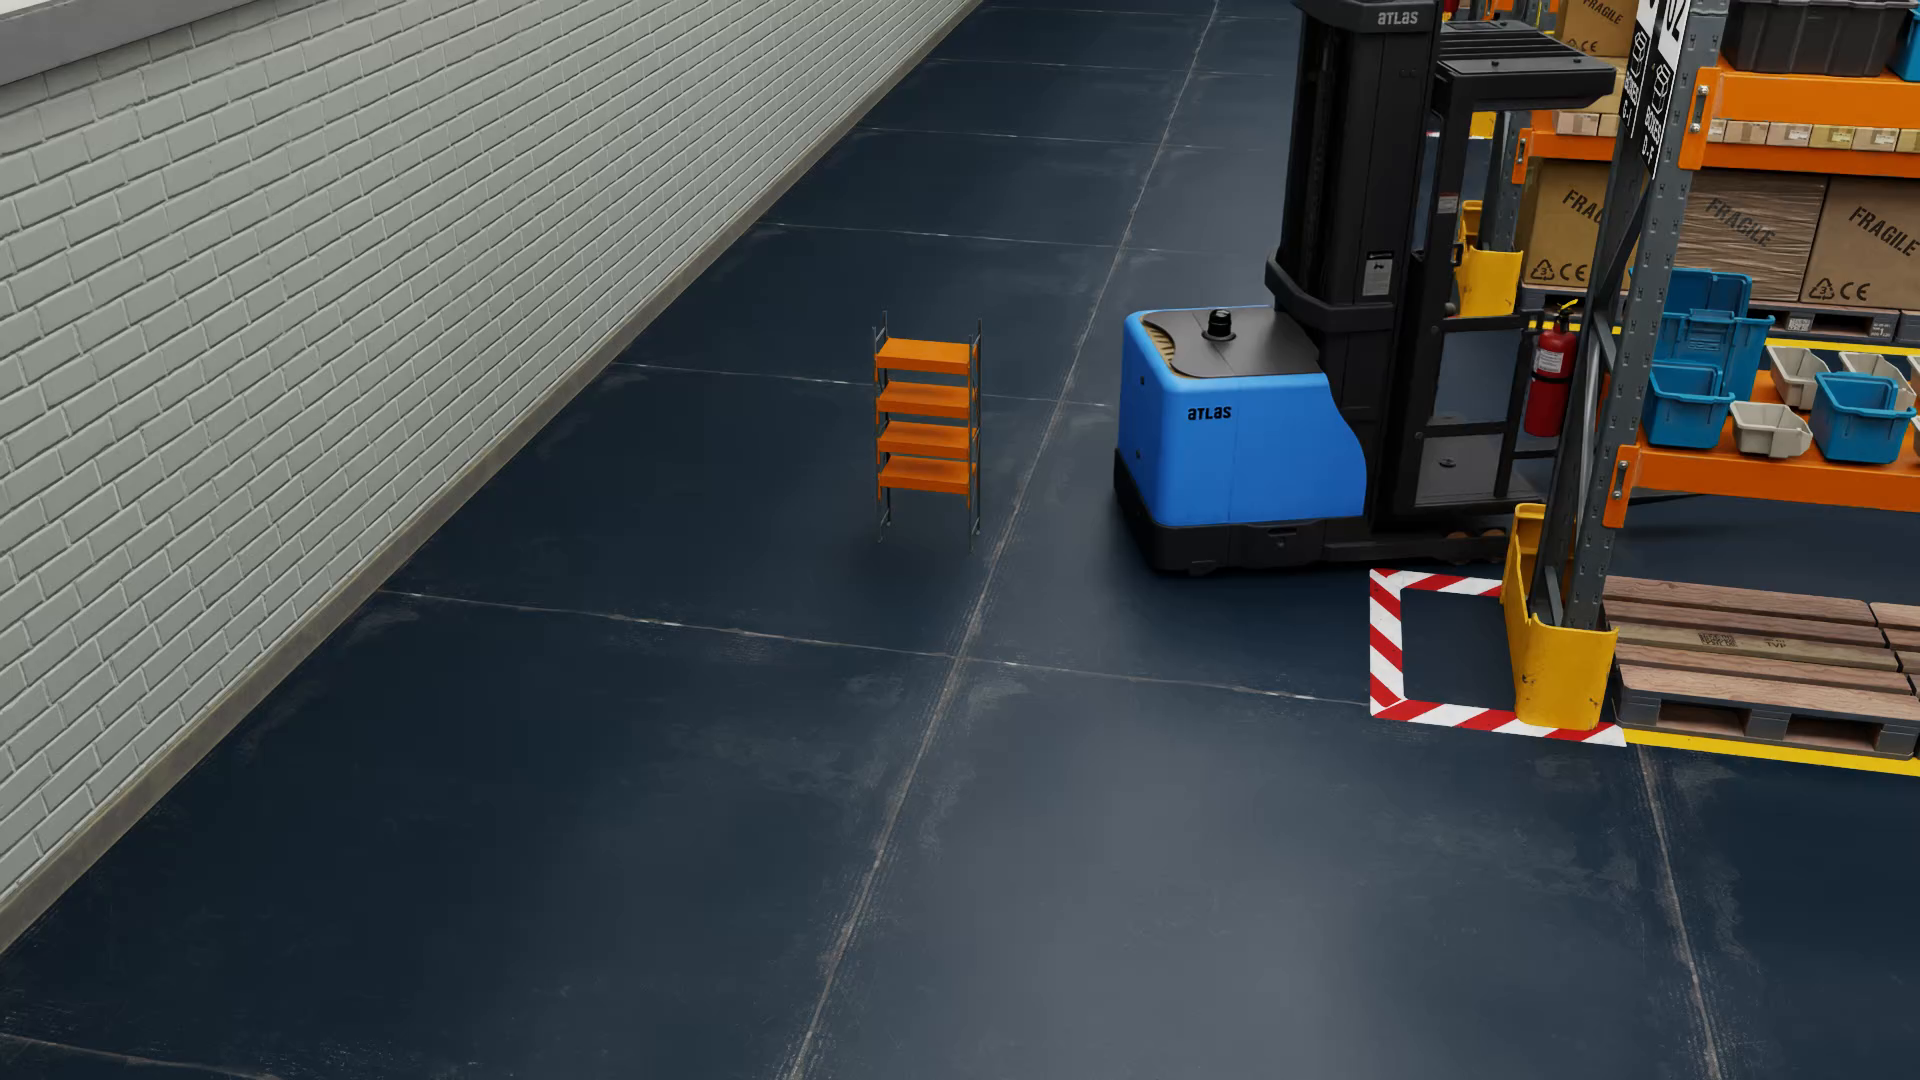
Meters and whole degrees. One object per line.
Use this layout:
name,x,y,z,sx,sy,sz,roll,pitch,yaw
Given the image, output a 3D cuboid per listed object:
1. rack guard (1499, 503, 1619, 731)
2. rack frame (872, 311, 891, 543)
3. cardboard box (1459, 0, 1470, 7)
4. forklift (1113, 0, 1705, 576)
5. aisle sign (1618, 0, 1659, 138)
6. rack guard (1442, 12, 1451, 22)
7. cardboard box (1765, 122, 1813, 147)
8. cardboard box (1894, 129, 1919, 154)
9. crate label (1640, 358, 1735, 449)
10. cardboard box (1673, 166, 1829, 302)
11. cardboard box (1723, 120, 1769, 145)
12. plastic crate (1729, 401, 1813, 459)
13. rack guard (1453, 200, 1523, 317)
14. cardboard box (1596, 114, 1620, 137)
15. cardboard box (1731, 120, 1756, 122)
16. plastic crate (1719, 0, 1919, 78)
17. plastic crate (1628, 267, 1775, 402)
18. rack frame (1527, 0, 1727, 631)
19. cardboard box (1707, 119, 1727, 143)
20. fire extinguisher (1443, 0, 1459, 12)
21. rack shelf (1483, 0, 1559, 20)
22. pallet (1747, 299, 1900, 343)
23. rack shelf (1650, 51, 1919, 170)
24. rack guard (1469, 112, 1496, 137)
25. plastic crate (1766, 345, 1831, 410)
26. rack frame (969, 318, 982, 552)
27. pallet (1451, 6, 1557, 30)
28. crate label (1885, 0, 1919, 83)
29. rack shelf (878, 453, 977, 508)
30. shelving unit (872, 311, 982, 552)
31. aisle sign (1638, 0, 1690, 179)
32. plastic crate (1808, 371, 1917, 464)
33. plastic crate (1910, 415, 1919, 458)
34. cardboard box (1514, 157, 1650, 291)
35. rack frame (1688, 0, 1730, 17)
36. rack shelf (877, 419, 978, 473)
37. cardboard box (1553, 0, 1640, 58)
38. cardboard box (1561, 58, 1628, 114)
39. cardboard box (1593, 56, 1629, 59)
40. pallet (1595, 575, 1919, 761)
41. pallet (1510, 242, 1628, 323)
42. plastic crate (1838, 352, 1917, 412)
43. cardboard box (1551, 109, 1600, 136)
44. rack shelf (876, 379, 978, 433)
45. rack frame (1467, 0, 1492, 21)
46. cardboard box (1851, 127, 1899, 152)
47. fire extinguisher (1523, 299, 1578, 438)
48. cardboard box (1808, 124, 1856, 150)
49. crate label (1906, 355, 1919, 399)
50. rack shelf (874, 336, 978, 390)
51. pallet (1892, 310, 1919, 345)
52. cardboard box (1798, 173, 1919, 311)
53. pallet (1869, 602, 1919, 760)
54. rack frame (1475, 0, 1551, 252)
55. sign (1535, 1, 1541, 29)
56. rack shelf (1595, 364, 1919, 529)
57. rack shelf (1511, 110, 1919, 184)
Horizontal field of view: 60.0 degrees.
rack guard,2.729,0.327,7.632,0.348,0.500,1.175,6,29,11
rack frame,-0.401,-0.567,8.537,0.015,1.200,0.240,6,29,11
cardboard box,6.525,-6.794,20.267,0.875,0.438,0.875,5,29,9
forklift,2.401,-1.407,8.268,3.031,2.935,1.130,-4,29,-6
aisle sign,2.746,-2.058,6.678,0.004,0.787,0.394,6,29,11
rack guard,5.835,-6.659,20.393,0.348,0.500,1.175,6,29,11
cardboard box,5.326,-2.670,10.766,0.250,0.149,0.380,6,29,10
cardboard box,6.078,-2.593,10.624,0.250,0.149,0.380,5,29,10
crate label,2.928,-0.546,6.736,0.303,0.233,0.416,6,29,11
cardboard box,5.322,-2.233,11.481,0.875,0.875,0.875,6,29,11
cardboard box,5.073,-2.696,10.813,0.250,0.149,0.380,5,29,10
plastic crate,3.224,-0.433,6.630,0.298,0.136,0.250,6,29,11
rack guard,3.766,-2.005,11.892,0.348,0.500,1.175,6,29,11
cardboard box,4.319,-2.773,10.953,0.250,0.149,0.380,5,29,10
cardboard box,5.203,-2.888,10.747,0.500,0.250,0.500,5,29,9
plastic crate,3.073,-1.862,6.040,0.590,0.269,0.497,6,29,11
plastic crate,3.122,-0.869,7.114,0.499,0.435,0.616,6,29,11
rack frame,2.755,-0.773,7.038,0.127,3.000,1.000,6,29,11
cardboard box,4.825,-2.722,10.860,0.250,0.149,0.380,5,29,10
fire extinguisher,4.774,-5.463,16.073,0.183,0.674,0.296,6,29,11
rack shelf,6.880,-4.902,15.330,4.000,0.370,1.077,6,29,11
pallet,5.777,-1.709,11.652,1.213,0.211,1.003,6,29,11
rack shelf,4.711,-1.573,6.124,4.000,0.370,1.077,6,29,11
rack guard,4.998,-4.314,16.109,0.348,0.500,1.175,6,29,11
plastic crate,3.590,-0.687,7.093,0.243,0.136,0.396,6,29,11
rack frame,0.077,-0.518,8.447,0.015,1.200,0.240,6,29,11
pallet,6.657,-6.486,20.378,1.213,0.211,1.003,6,29,11
crate label,3.590,-1.779,5.907,0.502,0.251,0.408,6,29,11
rack shelf,-0.162,-0.310,8.620,0.480,0.148,0.258,6,29,11
shelving unit,-0.162,-0.543,8.492,0.503,1.200,0.258,6,29,11
aisle sign,2.623,-1.781,6.172,0.004,0.787,0.394,6,29,11
plastic crate,3.572,-0.480,6.616,0.300,0.233,0.416,6,29,11
plastic crate,3.888,-0.365,6.505,0.298,0.136,0.250,6,29,11
cardboard box,4.432,-2.325,11.648,0.875,0.875,0.875,6,29,11
rack frame,2.755,-3.404,5.598,0.127,3.000,1.000,6,29,11
rack shelf,-0.162,-0.484,8.524,0.480,0.148,0.258,6,29,11
cardboard box,4.321,-3.567,11.208,0.500,0.500,0.500,6,29,11
cardboard box,4.202,-2.989,10.932,0.500,0.250,0.500,5,29,9
cardboard box,4.319,-3.240,11.390,0.500,0.250,0.500,5,29,10
pallet,3.554,0.551,7.523,1.213,0.211,1.003,6,29,11
pallet,4.588,-1.832,11.877,1.213,0.211,1.003,6,29,11
plastic crate,3.871,-0.651,7.028,0.243,0.136,0.396,6,29,11
cardboard box,4.068,-2.798,10.999,0.250,0.149,0.380,6,29,11
rack shelf,-0.162,-0.680,8.417,0.480,0.148,0.258,6,29,11
rack frame,4.924,-5.418,15.523,0.127,3.000,1.000,6,29,11
cardboard box,5.829,-2.619,10.672,0.250,0.149,0.380,6,29,11
fire extinguisher,2.702,-0.804,7.564,0.183,0.674,0.296,6,29,11
cardboard box,5.572,-2.645,10.719,0.250,0.149,0.380,5,29,9
crate label,4.148,-0.635,6.998,0.243,0.136,0.396,6,29,11
rack shelf,-0.162,-0.888,8.303,0.480,0.148,0.258,6,29,11
pallet,6.974,-1.588,11.430,1.213,0.211,1.003,6,29,11
cardboard box,6.192,-2.144,11.318,0.875,0.875,0.875,6,29,11
pallet,4.743,0.675,7.298,1.213,0.211,1.003,6,29,11
rack frame,3.789,-3.099,11.287,0.127,3.000,1.000,6,29,11
sign,3.668,-3.253,10.585,0.005,0.325,0.100,6,29,11
rack shelf,4.711,-0.257,6.845,4.000,0.370,1.077,6,29,11
rack shelf,5.745,-2.583,11.093,4.000,0.370,1.077,6,29,11
